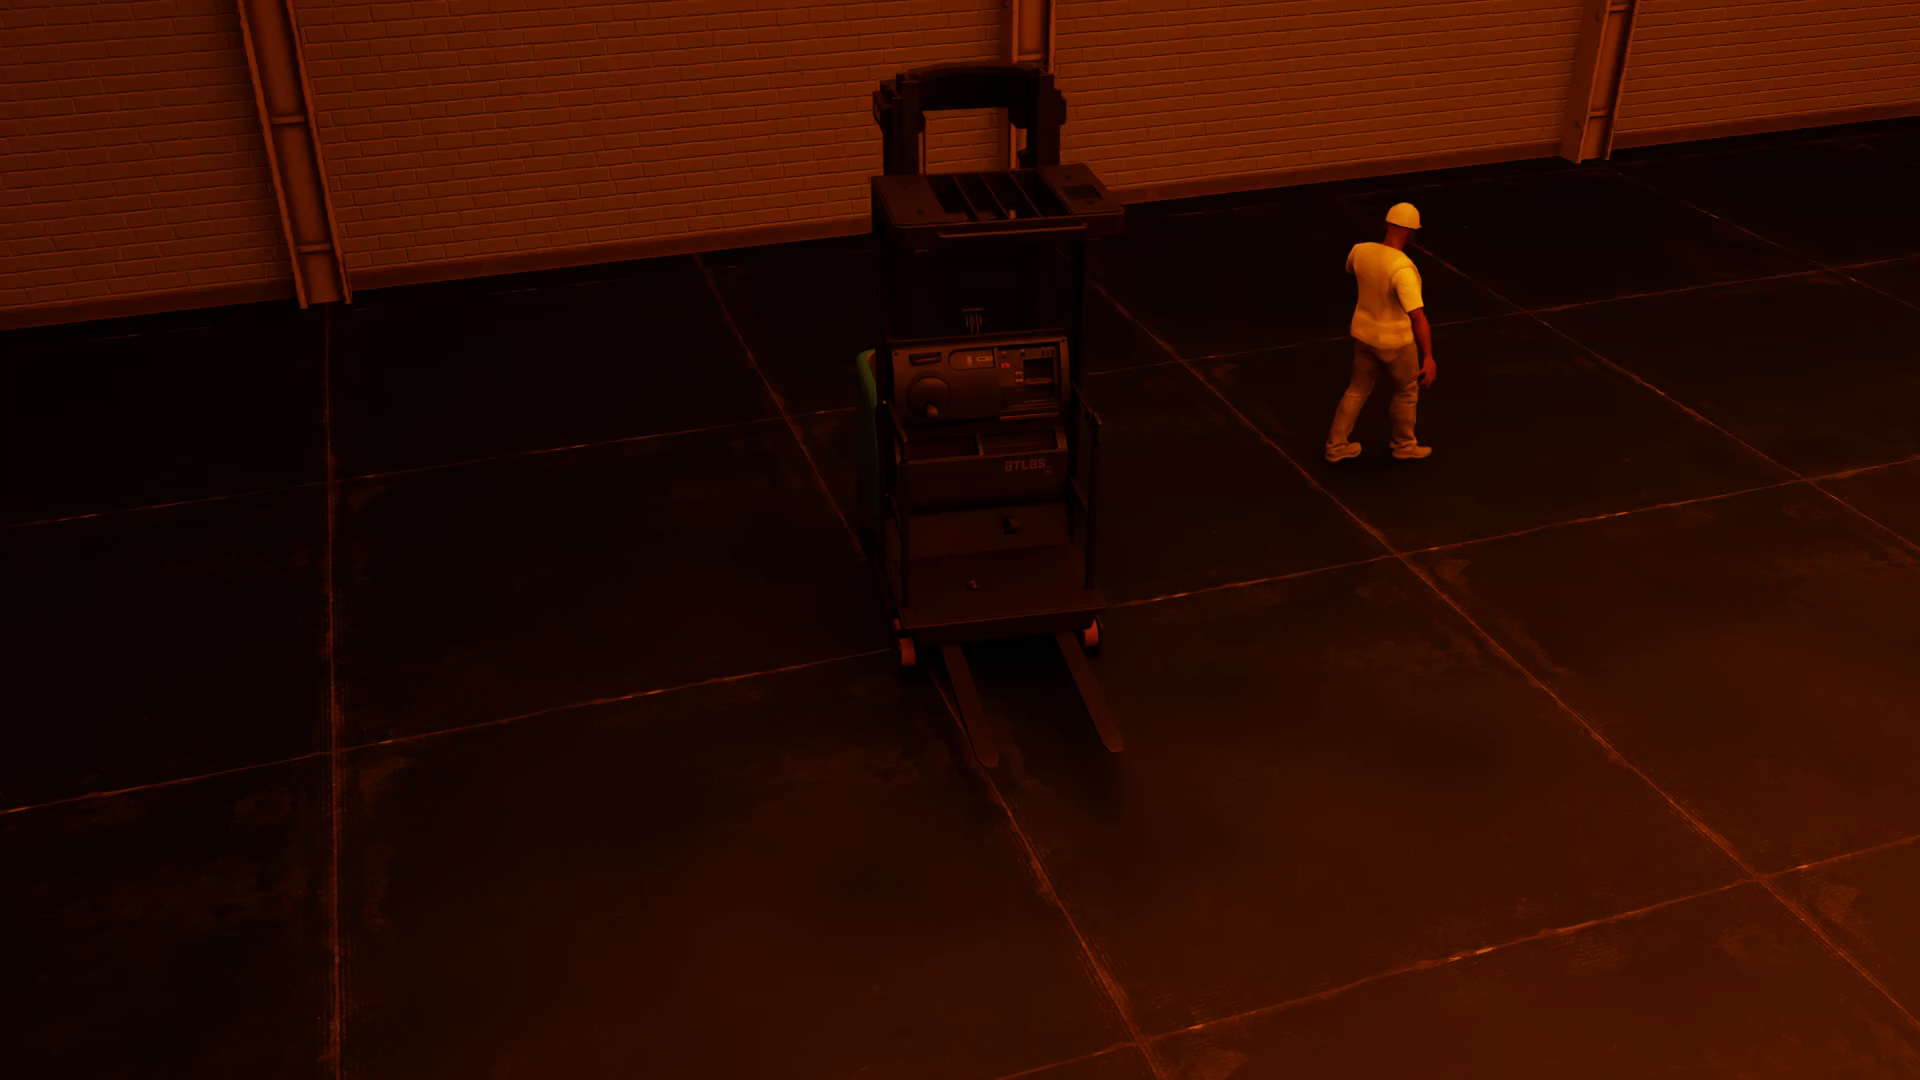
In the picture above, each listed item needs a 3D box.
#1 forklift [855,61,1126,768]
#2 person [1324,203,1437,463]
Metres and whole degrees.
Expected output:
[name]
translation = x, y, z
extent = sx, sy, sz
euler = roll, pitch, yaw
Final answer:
[forklift]
translation = 0.153, -0.792, 8.463
extent = 1.130, 2.935, 3.031
euler = -6, 30, -10
[person]
translation = 2.767, -1.290, 10.544
extent = 0.740, 1.749, 1.033
euler = -17, 34, -27
